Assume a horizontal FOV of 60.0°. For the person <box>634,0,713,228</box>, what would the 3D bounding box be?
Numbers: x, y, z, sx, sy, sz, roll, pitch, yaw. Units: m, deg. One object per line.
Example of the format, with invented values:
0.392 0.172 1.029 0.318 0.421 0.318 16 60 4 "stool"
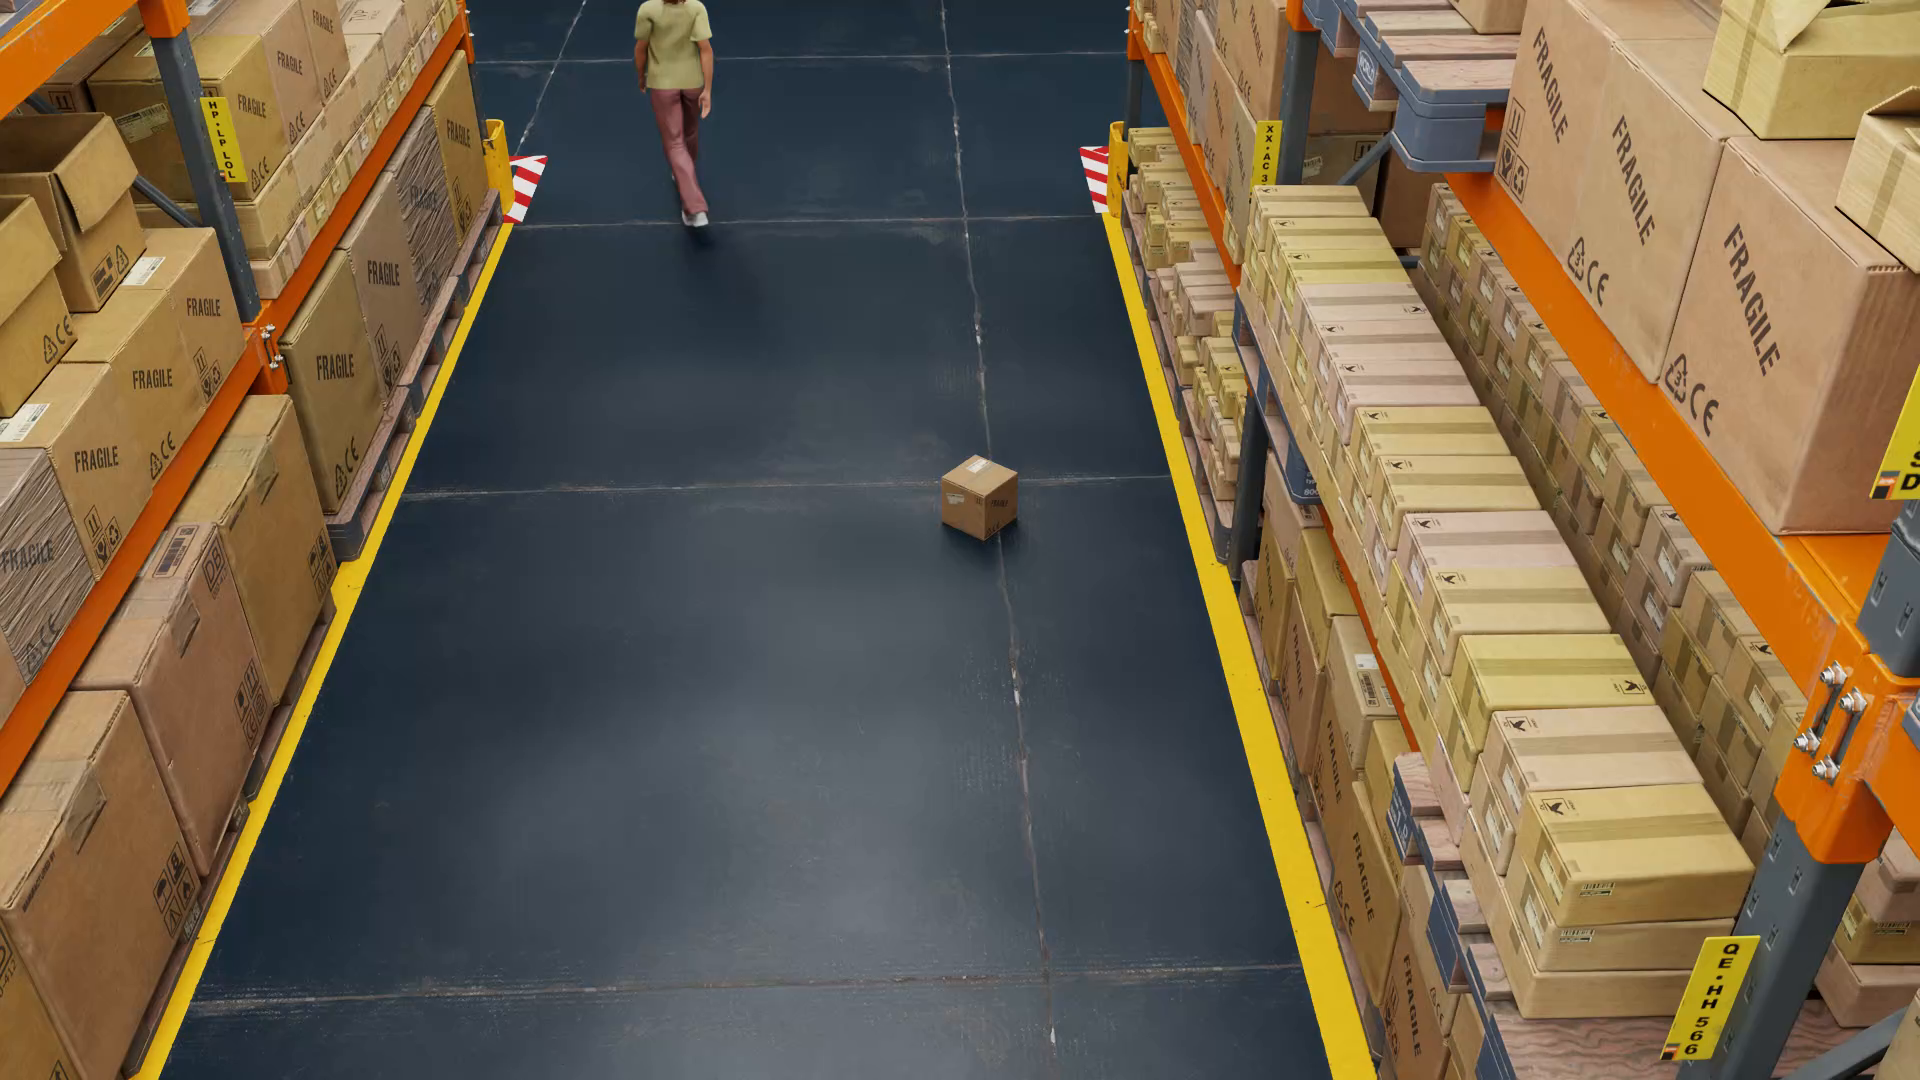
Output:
-1.714 -2.739 10.012 0.437 1.621 1.018 -14 38 -19 "person"
